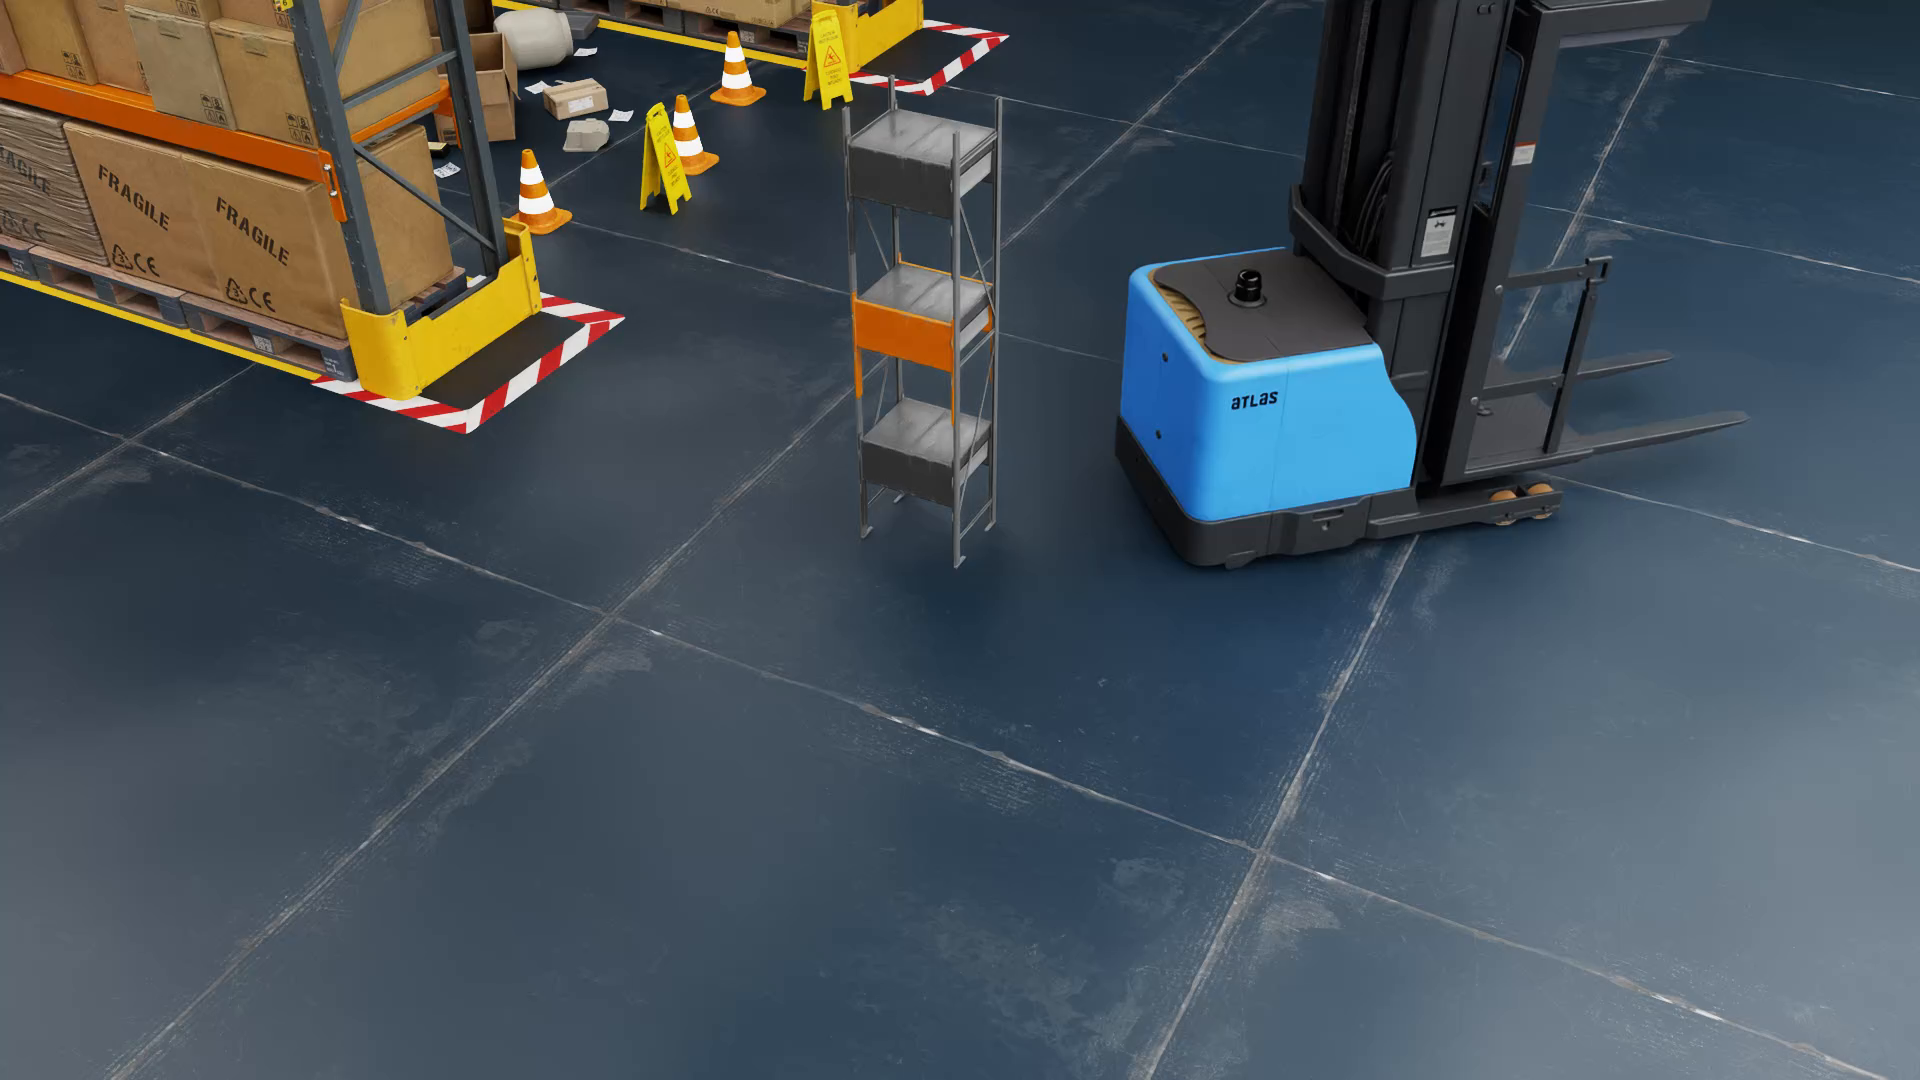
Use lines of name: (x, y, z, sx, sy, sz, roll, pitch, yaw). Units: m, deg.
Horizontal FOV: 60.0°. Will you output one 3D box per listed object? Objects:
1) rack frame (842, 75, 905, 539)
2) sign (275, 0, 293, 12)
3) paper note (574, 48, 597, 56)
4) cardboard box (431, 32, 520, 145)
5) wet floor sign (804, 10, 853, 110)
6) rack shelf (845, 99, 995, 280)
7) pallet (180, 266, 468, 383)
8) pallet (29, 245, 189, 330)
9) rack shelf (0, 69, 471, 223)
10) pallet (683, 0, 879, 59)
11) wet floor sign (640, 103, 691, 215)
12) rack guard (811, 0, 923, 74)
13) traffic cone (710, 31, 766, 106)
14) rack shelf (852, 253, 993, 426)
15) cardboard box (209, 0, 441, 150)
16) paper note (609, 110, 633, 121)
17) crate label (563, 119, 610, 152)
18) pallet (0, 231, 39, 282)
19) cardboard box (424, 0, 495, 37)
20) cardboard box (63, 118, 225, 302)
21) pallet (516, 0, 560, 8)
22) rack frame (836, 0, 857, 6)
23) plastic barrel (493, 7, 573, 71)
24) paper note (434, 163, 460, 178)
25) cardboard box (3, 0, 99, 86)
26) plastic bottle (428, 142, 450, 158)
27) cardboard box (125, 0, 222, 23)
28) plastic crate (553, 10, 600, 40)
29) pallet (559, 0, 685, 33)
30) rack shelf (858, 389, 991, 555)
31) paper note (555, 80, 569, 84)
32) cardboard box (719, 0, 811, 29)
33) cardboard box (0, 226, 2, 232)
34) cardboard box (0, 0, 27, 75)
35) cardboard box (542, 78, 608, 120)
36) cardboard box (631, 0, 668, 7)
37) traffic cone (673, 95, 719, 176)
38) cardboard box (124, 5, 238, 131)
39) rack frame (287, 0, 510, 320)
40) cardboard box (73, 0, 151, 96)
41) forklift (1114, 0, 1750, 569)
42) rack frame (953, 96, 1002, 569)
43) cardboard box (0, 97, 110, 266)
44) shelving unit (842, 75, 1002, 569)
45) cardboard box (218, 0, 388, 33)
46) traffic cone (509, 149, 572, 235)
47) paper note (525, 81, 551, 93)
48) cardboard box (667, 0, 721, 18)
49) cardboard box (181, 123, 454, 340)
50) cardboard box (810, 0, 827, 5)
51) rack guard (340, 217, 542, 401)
rack frame: (-0.364, -0.950, 7.265, 0.015, 2.100, 0.400, 17, 41, 21)
sign: (-3.067, -2.546, 7.470, 0.005, 0.325, 0.100, 17, 41, 21)
paper note: (-2.837, -3.704, 12.604, 0.148, 0.019, 0.142, 4, 37, 6)
cardboard box: (-3.343, -3.099, 11.416, 0.637, 0.503, 0.797, -8, 38, -10)
wet floor sign: (-0.942, -3.399, 11.694, 0.267, 0.644, 0.232, -29, 46, -33)
rack shelf: (-0.147, -1.429, 6.761, 0.480, 0.518, 0.431, 17, 41, 21)
pallet: (-3.552, -1.348, 9.351, 1.213, 0.211, 1.003, 17, 41, 21)
pallet: (-4.631, -1.688, 9.799, 1.213, 0.211, 1.003, 17, 41, 21)
rack shelf: (-4.582, -2.548, 9.221, 4.000, 0.370, 1.077, 17, 41, 21)
pallet: (-1.391, -4.119, 13.002, 1.213, 0.211, 1.003, 17, 41, 21)
wet floor sign: (-1.869, -2.396, 10.372, 0.232, 0.644, 0.267, 11, 38, 14)
rack guard: (-0.686, -3.990, 12.592, 0.348, 0.500, 1.175, 17, 41, 21)
traffic cone: (-1.594, -3.381, 11.821, 0.334, 0.463, 0.336, 17, 41, 21)
rack shelf: (-0.147, -0.872, 7.184, 0.480, 0.518, 0.431, 17, 41, 21)
cardboard box: (-3.156, -2.417, 8.329, 0.550, 0.550, 0.875, 17, 41, 21)
paper note: (-2.374, -2.976, 11.645, 0.142, 0.019, 0.148, 4, 37, 6)
crate label: (-2.529, -2.746, 11.254, 0.298, 0.136, 0.250, -2, 37, -2)
pallet: (-5.718, -2.026, 10.245, 1.213, 0.211, 1.003, 17, 41, 21)
cardboard box: (-3.845, -4.053, 12.674, 0.500, 0.500, 0.500, -14, 39, -18)
cardboard box: (-4.220, -1.996, 9.309, 0.875, 0.875, 0.875, 17, 40, 21)
pallet: (-3.558, -4.798, 13.896, 1.213, 0.211, 1.003, 17, 41, 21)
rack frame: (-0.619, -4.964, 11.809, 0.127, 3.000, 1.000, 17, 41, 21)
plastic barrel: (-3.149, -3.699, 12.274, 0.512, 0.421, 0.421, -14, 39, -18)
paper note: (-3.380, -2.431, 10.929, 0.144, 0.017, 0.142, -29, 46, -33)
cardboard box: (-4.584, -2.907, 8.974, 0.500, 0.550, 0.875, 17, 41, 21)
plastic bottle: (-3.578, -2.617, 11.148, 0.283, 0.061, 0.133, 4, 37, 6)
cardboard box: (-3.648, -2.996, 8.198, 0.550, 0.550, 0.875, 17, 41, 21)
plastic crate: (-3.154, -4.037, 13.002, 0.583, 0.080, 0.402, 4, 37, 6)
pallet: (-2.471, -4.459, 13.450, 1.213, 0.211, 1.003, 17, 41, 21)
rack shelf: (-0.147, -0.314, 7.607, 0.480, 0.518, 0.431, 17, 41, 21)
paper note: (-2.901, -3.344, 12.147, 0.123, 0.001, 0.032, 17, 41, 21)
cardboard box: (-1.482, -4.123, 12.628, 0.500, 0.250, 0.500, 17, 40, 21)
cardboard box: (-5.831, -2.499, 9.971, 0.875, 0.875, 0.875, 18, 41, 22)
cardboard box: (-5.100, -3.000, 9.097, 0.550, 0.550, 0.875, 17, 41, 21)
cardboard box: (-2.711, -3.108, 11.722, 0.380, 0.149, 0.250, -21, 42, -25)
cardboard box: (-2.384, -4.407, 13.002, 0.500, 0.250, 0.500, 16, 40, 20)
traffic cone: (-1.803, -2.690, 10.911, 0.334, 0.463, 0.336, 17, 41, 21)
cardboard box: (-3.654, -2.558, 8.515, 0.550, 0.550, 0.875, 17, 41, 21)
rack frame: (-2.806, -2.278, 8.271, 0.127, 3.000, 1.000, 17, 41, 21)
cardboard box: (-4.094, -2.781, 8.809, 0.550, 0.550, 0.875, 17, 41, 21)
forklift: (2.337, -1.532, 7.344, 3.031, 2.935, 1.130, -10, 38, -13)
rack frame: (0.070, -0.815, 7.086, 0.015, 2.100, 0.400, 17, 41, 21)
cardboard box: (-5.029, -2.251, 9.644, 0.875, 0.875, 0.875, 18, 41, 22)
shelving unit: (-0.147, -0.882, 7.176, 0.503, 2.100, 0.431, 17, 41, 21)
cardboard box: (-3.117, -2.892, 8.062, 0.550, 0.550, 0.875, 17, 41, 21)
traffic cone: (-2.624, -2.178, 10.237, 0.334, 0.463, 0.336, 17, 41, 21)
paper note: (-3.059, -3.288, 12.066, 0.148, 0.019, 0.142, -29, 46, -33)
cardboard box: (-1.917, -4.265, 12.814, 0.500, 0.250, 0.500, 18, 41, 22)
cardboard box: (-3.438, -1.752, 8.988, 0.875, 0.875, 0.875, 18, 41, 22)
cardboard box: (-1.208, -4.409, 13.004, 0.500, 0.250, 0.500, 17, 40, 21)
rack guard: (-2.784, -1.276, 9.018, 0.348, 0.500, 1.175, 17, 41, 21)
